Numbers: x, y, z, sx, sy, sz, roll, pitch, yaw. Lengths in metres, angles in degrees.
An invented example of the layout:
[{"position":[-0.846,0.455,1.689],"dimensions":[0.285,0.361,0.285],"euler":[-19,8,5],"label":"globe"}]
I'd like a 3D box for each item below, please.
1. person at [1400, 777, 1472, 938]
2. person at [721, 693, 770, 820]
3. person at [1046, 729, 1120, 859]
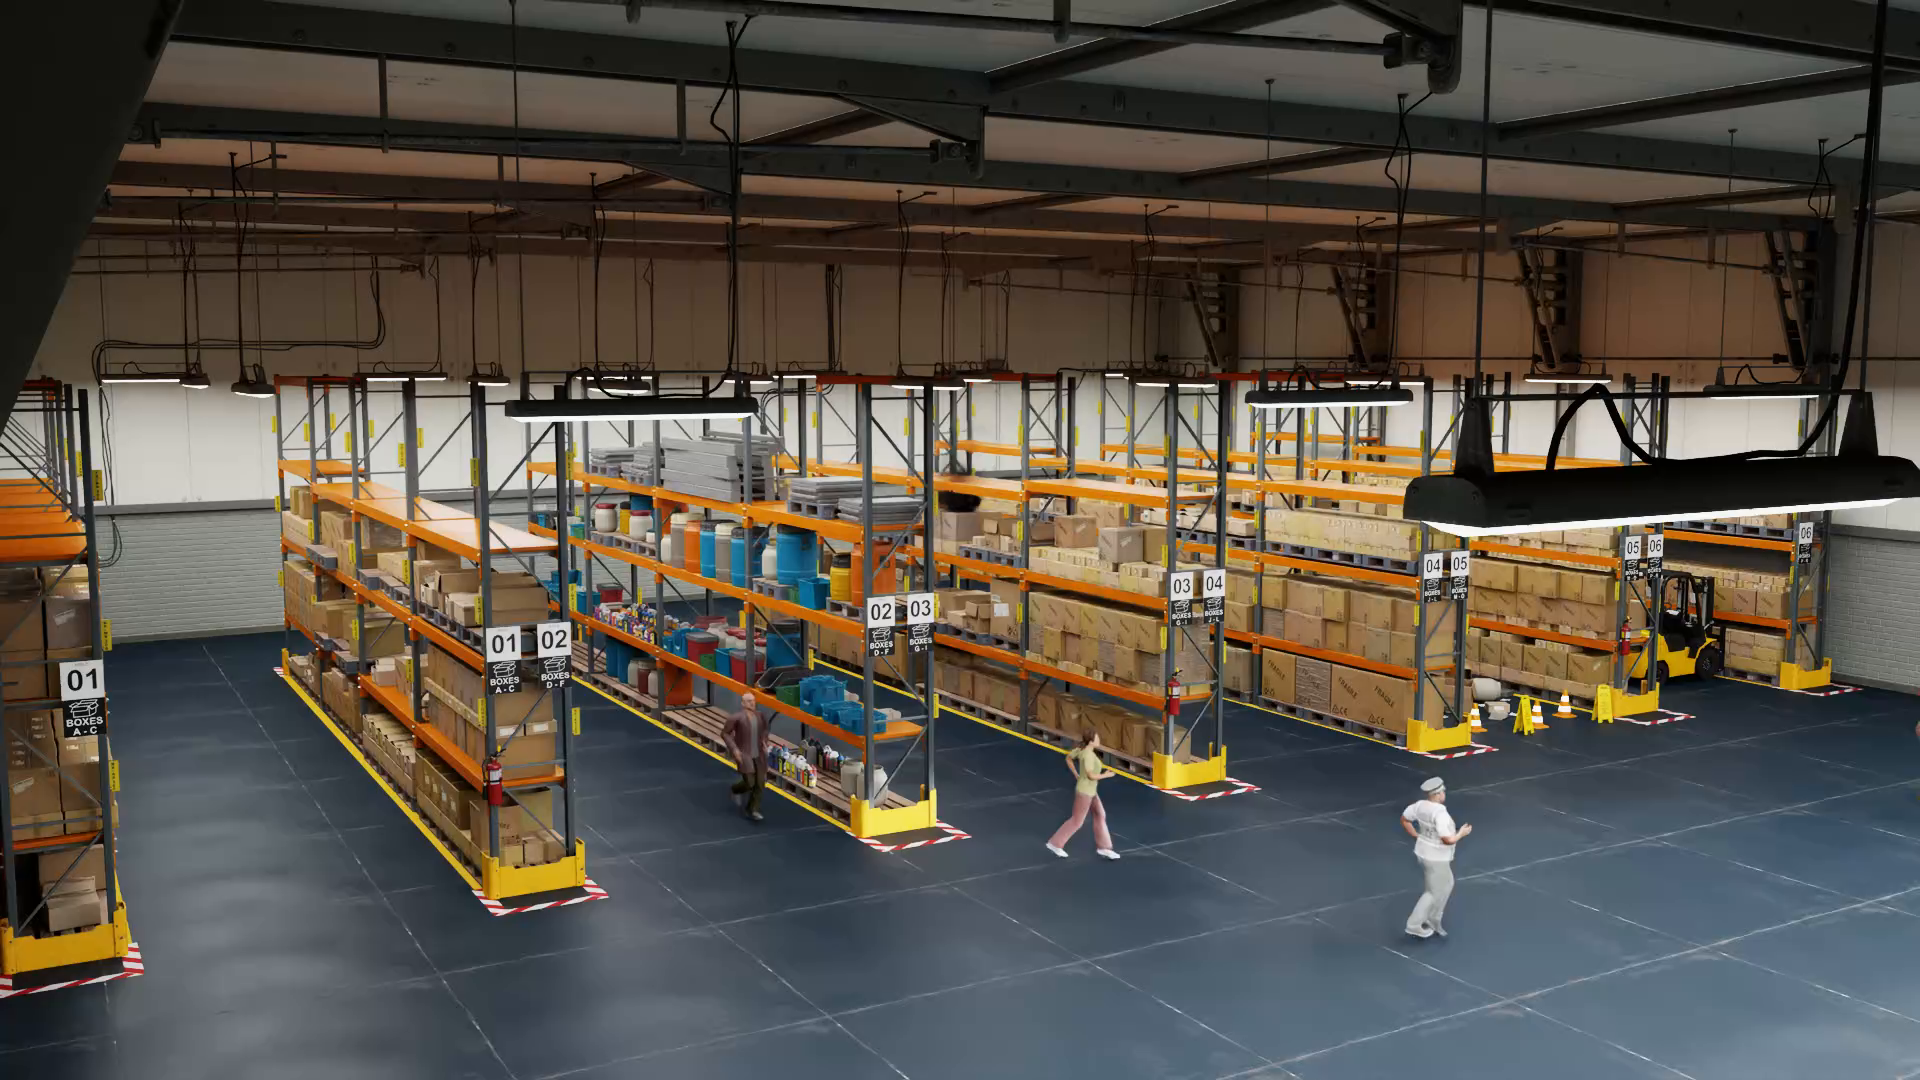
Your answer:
[{"position":[5.189,3.484,18.118],"dimensions":[0.727,1.831,0.640],"euler":[-1,6,-10],"label":"person"},{"position":[-2.920,2.963,22.932],"dimensions":[0.726,1.734,0.702],"euler":[-5,8,-38],"label":"person"},{"position":[1.556,3.203,20.906],"dimensions":[0.946,1.682,0.532],"euler":[0,6,1],"label":"person"}]
